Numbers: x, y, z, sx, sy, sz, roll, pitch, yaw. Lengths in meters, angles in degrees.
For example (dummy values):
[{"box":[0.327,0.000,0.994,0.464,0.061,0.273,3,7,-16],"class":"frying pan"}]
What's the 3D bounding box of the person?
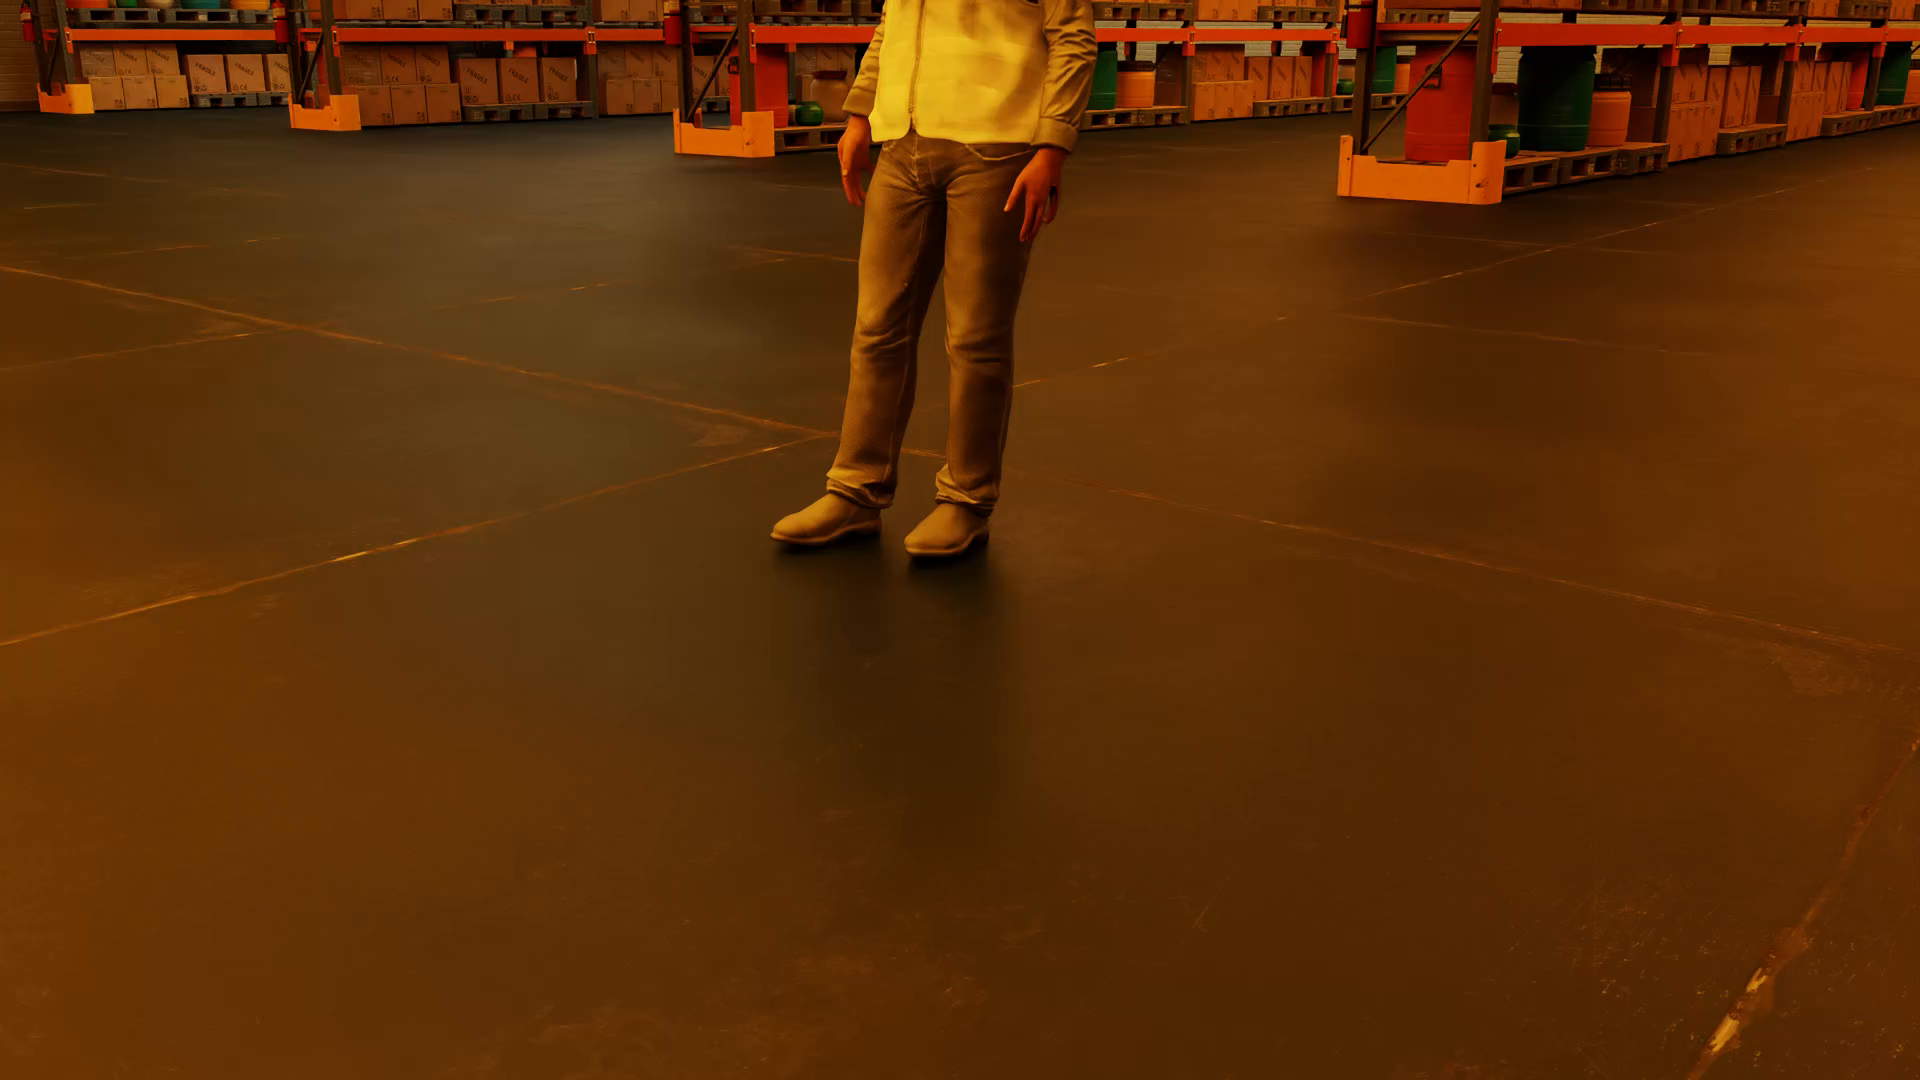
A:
[{"box":[-0.046,-0.843,3.642,0.632,1.773,0.568,13,21,37],"class":"person"}]
